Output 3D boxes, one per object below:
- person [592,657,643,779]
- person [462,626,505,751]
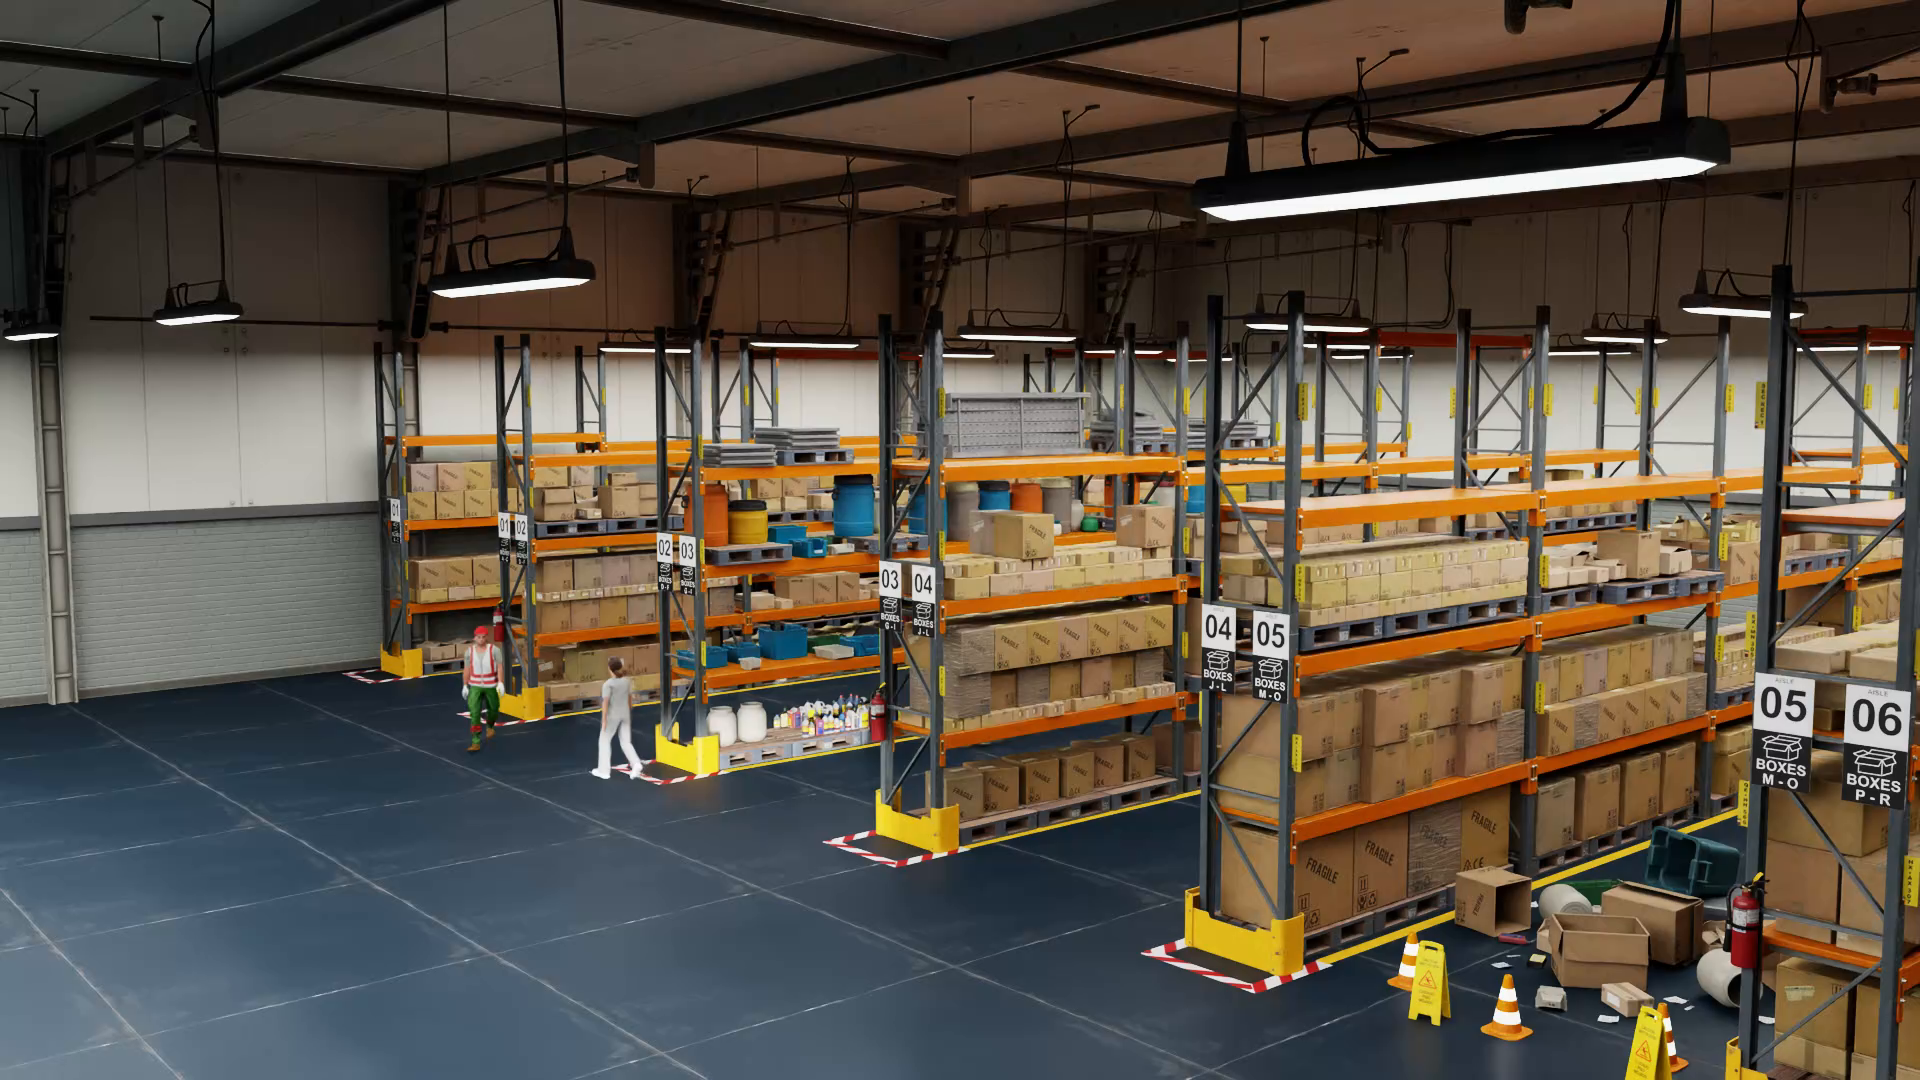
[{"bbox_3d":[-4.492,2.355,21.880,0.497,1.638,0.936,-4,7,-40],"label":"person"},{"bbox_3d":[-6.867,2.105,23.950,0.610,1.764,0.927,-1,5,-10],"label":"person"}]
